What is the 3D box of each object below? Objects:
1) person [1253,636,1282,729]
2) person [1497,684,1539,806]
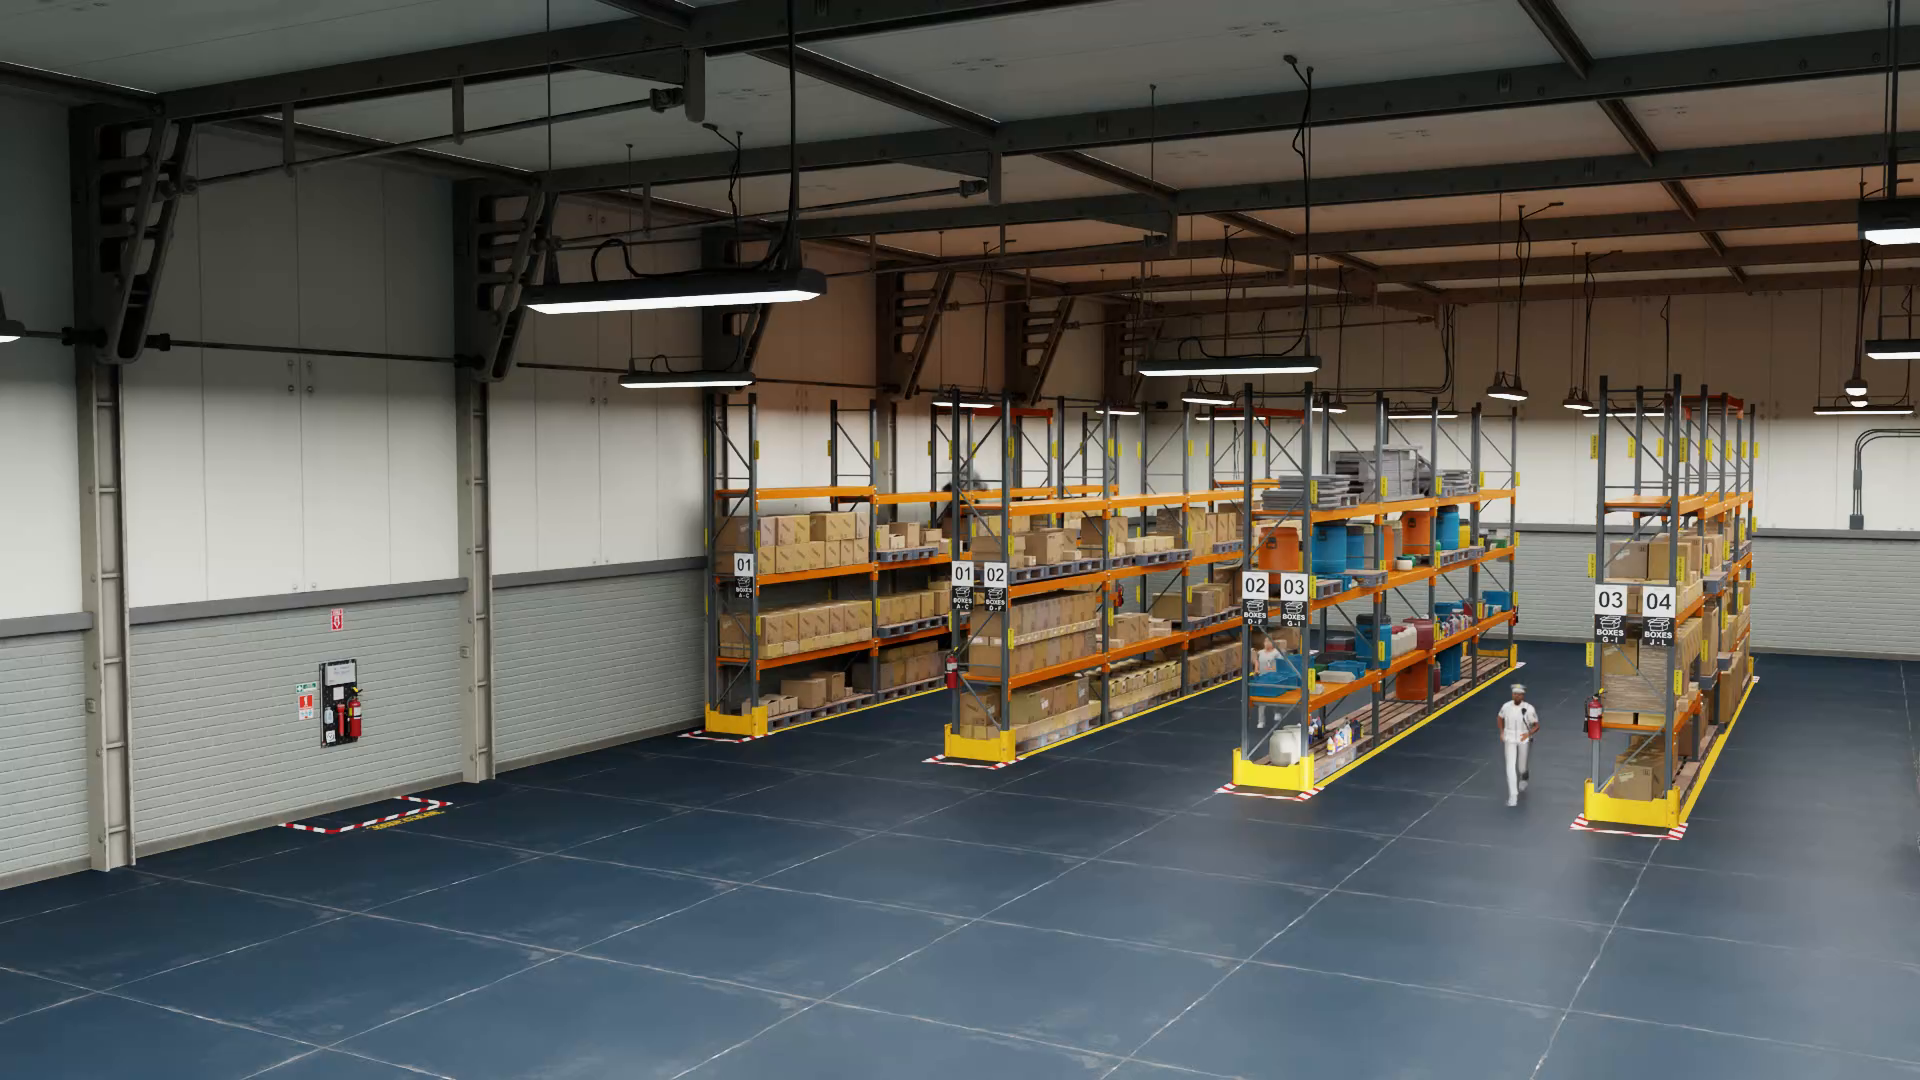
[{"bbox_3d":[5.557,2.544,30.025,0.575,1.645,0.914,2,4,28],"label":"person"},{"bbox_3d":[7.954,2.890,23.726,0.591,1.707,0.829,1,3,25],"label":"person"}]
